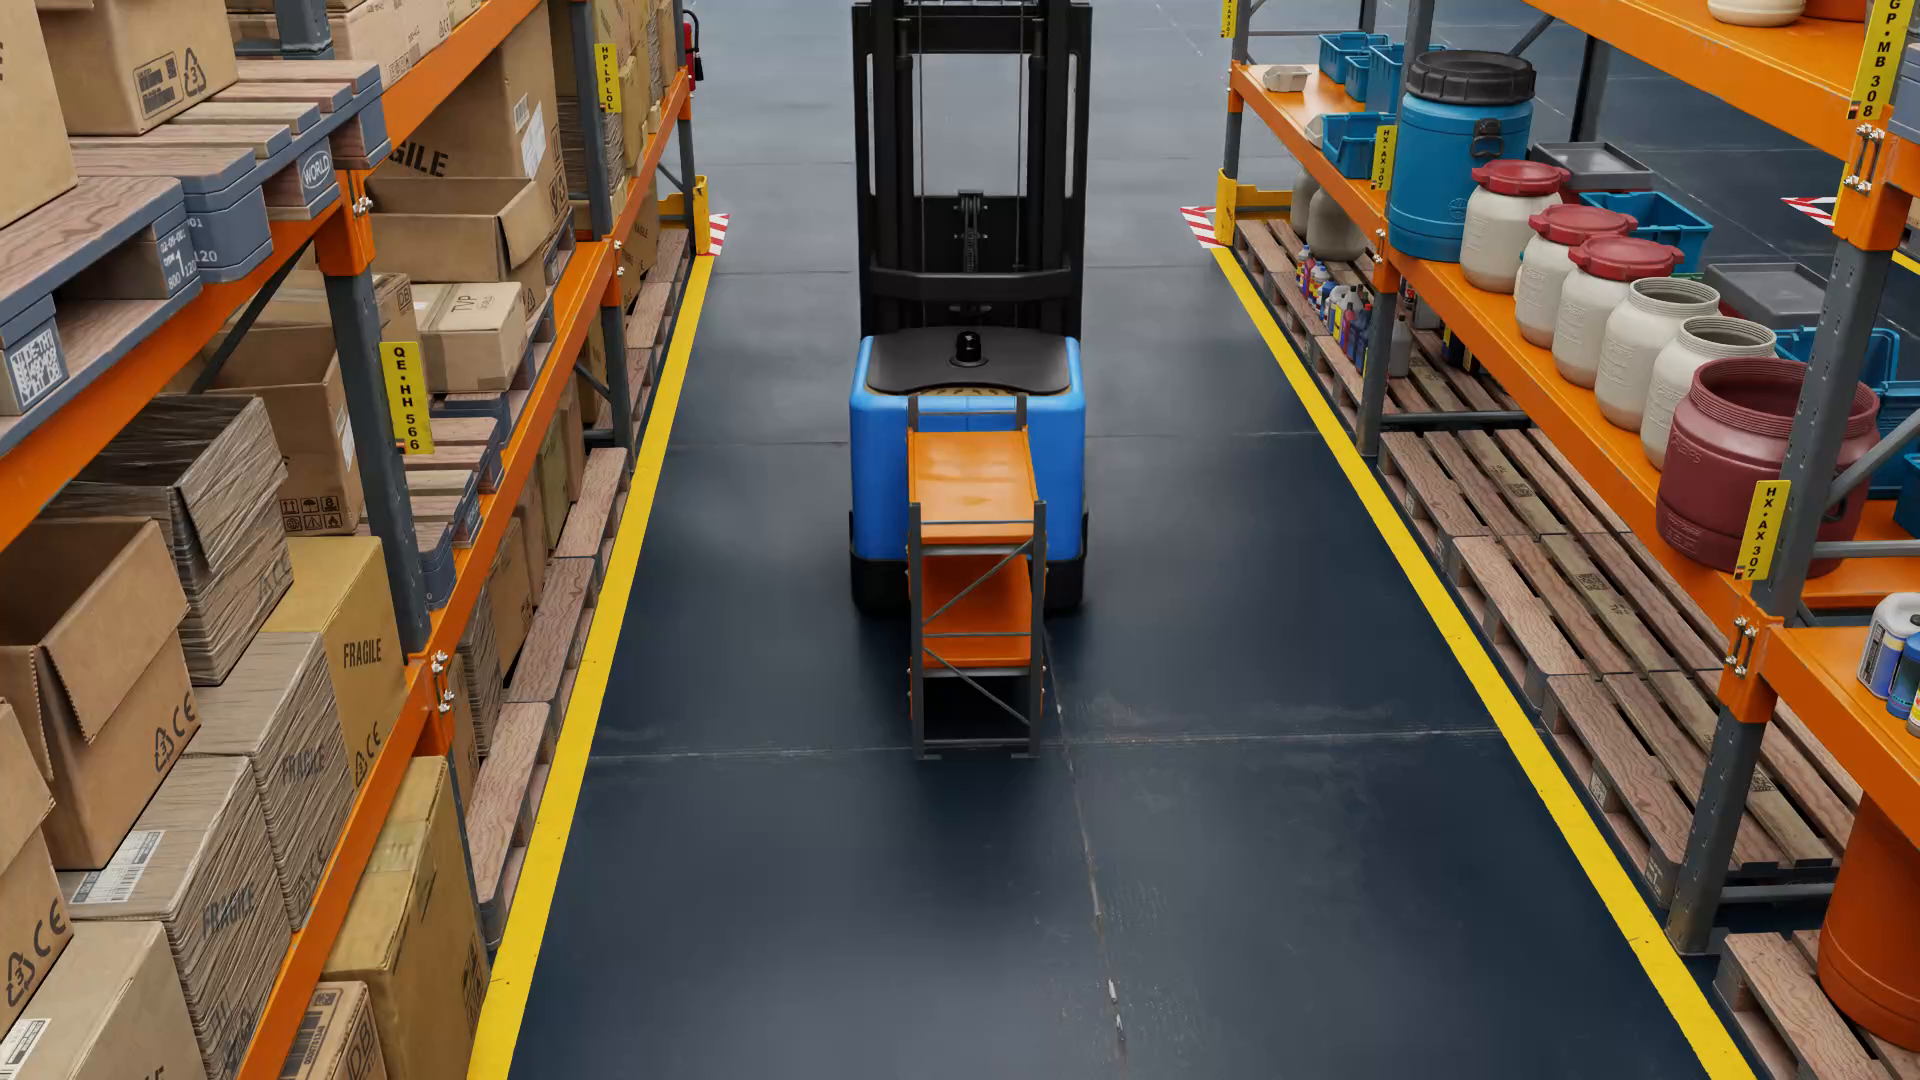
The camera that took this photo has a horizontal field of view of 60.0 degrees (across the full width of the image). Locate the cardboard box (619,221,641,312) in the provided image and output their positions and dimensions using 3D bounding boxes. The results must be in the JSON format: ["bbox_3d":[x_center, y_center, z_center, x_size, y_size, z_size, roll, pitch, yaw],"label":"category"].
[{"bbox_3d":[-2.366,-1.770,10.649,0.500,0.500,0.500,1,28,2],"label":"cardboard box"}]

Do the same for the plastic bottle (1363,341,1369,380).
[{"bbox_3d":[2.339,-1.023,9.429,0.061,0.283,0.133,0,28,0],"label":"plastic bottle"}]

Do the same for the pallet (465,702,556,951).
[{"bbox_3d":[-2.083,1.024,6.058,1.003,0.211,1.213,-1,28,-3],"label":"pallet"}]

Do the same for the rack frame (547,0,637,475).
[{"bbox_3d":[-2.252,-1.698,8.263,1.000,3.000,0.127,-1,28,-3],"label":"rack frame"}]

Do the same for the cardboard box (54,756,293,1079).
[{"bbox_3d":[-1.720,0.796,3.371,0.500,0.500,0.500,-2,28,-4],"label":"cardboard box"}]

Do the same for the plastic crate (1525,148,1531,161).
[{"bbox_3d":[2.794,-2.035,8.976,0.767,0.338,0.504,-1,28,-3],"label":"plastic crate"}]

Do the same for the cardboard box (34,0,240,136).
[{"bbox_3d":[-1.940,-1.133,3.370,0.797,0.503,0.637,0,28,0],"label":"cardboard box"}]

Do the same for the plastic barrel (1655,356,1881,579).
[{"bbox_3d":[2.576,-0.238,5.316,0.600,0.536,0.708,-1,28,-3],"label":"plastic barrel"}]

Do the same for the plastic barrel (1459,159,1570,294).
[{"bbox_3d":[2.525,-1.431,7.604,0.433,0.535,0.433,0,28,0],"label":"plastic barrel"}]

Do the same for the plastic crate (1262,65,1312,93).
[{"bbox_3d":[2.211,-3.127,11.288,0.298,0.136,0.250,-1,28,-3],"label":"plastic crate"}]

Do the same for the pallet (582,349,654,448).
[{"bbox_3d":[-2.323,-0.771,9.501,1.003,0.211,1.213,-1,28,-3],"label":"pallet"}]

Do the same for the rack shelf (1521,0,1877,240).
[{"bbox_3d":[2.798,-1.905,6.194,1.077,0.370,4.000,-1,28,-3],"label":"rack shelf"}]

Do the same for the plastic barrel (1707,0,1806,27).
[{"bbox_3d":[2.603,-1.821,5.404,0.301,0.262,0.301,0,28,0],"label":"plastic barrel"}]

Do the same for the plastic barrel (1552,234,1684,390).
[{"bbox_3d":[2.586,-0.893,6.571,0.433,0.535,0.433,0,28,0],"label":"plastic barrel"}]

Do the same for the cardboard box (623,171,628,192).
[{"bbox_3d":[-2.004,-1.924,8.967,0.380,0.149,0.250,-1,28,-3],"label":"cardboard box"}]

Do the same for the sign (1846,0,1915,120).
[{"bbox_3d":[2.354,-1.238,4.249,0.100,0.325,0.005,-1,28,-3],"label":"sign"}]

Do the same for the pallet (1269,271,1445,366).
[{"bbox_3d":[2.634,-1.458,10.816,1.003,0.211,1.213,-1,28,-3],"label":"pallet"}]

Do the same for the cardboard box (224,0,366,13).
[{"bbox_3d":[-1.811,-1.670,4.317,0.500,0.500,0.500,-1,28,-2],"label":"cardboard box"}]

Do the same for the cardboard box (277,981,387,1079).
[{"bbox_3d":[-1.989,1.636,3.714,1.225,0.875,0.875,-1,28,-2],"label":"cardboard box"}]

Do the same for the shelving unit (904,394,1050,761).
[{"bbox_3d":[0.048,0.129,6.787,0.538,1.125,1.048,-1,28,-2],"label":"shelving unit"}]

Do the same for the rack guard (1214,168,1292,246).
[{"bbox_3d":[2.536,-2.523,12.547,1.175,0.500,0.348,-1,28,-3],"label":"rack guard"}]

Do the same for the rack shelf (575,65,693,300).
[{"bbox_3d":[-2.357,-2.303,10.200,1.077,0.370,4.000,-1,28,-3],"label":"rack shelf"}]

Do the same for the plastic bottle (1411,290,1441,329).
[{"bbox_3d":[2.888,-1.457,10.269,0.152,0.276,0.135,-1,28,-3],"label":"plastic bottle"}]

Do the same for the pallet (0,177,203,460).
[{"bbox_3d":[-1.895,-0.285,2.513,1.003,0.211,1.213,0,28,0],"label":"pallet"}]

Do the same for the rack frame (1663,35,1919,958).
[{"bbox_3d":[2.903,0.029,4.950,1.000,3.000,0.127,-1,28,-3],"label":"rack frame"}]

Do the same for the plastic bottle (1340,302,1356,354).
[{"bbox_3d":[2.312,-1.262,9.888,0.061,0.283,0.133,0,28,1],"label":"plastic bottle"}]

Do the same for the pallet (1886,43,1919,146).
[{"bbox_3d":[2.845,-0.861,3.619,1.003,0.211,1.213,-1,28,-3],"label":"pallet"}]

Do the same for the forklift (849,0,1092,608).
[{"bbox_3d":[0.058,-1.631,8.207,1.130,2.935,3.031,0,28,1],"label":"forklift"}]

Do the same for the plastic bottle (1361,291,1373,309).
[{"bbox_3d":[2.447,-1.351,10.059,0.061,0.283,0.133,-1,28,-3],"label":"plastic bottle"}]

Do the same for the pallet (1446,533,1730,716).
[{"bbox_3d":[2.840,0.345,7.361,1.003,0.211,1.213,-1,28,-3],"label":"pallet"}]

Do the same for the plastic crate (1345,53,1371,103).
[{"bbox_3d":[2.838,-3.075,11.064,0.499,0.251,0.408,-1,28,-3],"label":"plastic crate"}]

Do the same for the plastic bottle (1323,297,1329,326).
[{"bbox_3d":[2.308,-1.430,10.298,0.097,0.201,0.097,0,28,0],"label":"plastic bottle"}]

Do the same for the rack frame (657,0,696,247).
[{"bbox_3d":[-2.461,-3.546,11.805,1.000,3.000,0.127,-1,28,-3],"label":"rack frame"}]

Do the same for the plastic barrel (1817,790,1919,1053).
[{"bbox_3d":[2.945,1.031,4.923,0.600,0.830,0.708,-1,28,-3],"label":"plastic barrel"}]

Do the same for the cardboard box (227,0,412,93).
[{"bbox_3d":[-1.814,-1.338,4.490,0.500,0.250,0.500,-1,28,-2],"label":"cardboard box"}]

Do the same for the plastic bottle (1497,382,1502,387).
[{"bbox_3d":[3.110,-0.977,9.430,0.097,0.201,0.097,0,28,0],"label":"plastic bottle"}]

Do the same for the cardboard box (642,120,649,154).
[{"bbox_3d":[-2.055,-2.386,9.853,0.380,0.149,0.250,-1,28,-3],"label":"cardboard box"}]

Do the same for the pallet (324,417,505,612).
[{"bbox_3d":[-2.187,-0.093,5.392,1.213,0.211,1.003,-1,28,-3],"label":"pallet"}]

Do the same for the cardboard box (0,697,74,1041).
[{"bbox_3d":[-1.948,0.608,2.647,0.797,0.503,0.637,-1,28,-1],"label":"cardboard box"}]

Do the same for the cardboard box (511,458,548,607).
[{"bbox_3d":[-2.206,-0.022,7.276,0.700,0.500,0.500,-4,28,-7],"label":"cardboard box"}]

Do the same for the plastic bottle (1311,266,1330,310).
[{"bbox_3d":[2.292,-1.601,10.551,0.097,0.271,0.097,0,28,0],"label":"plastic bottle"}]

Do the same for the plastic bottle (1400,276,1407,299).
[{"bbox_3d":[2.898,-1.699,10.725,0.061,0.283,0.133,-1,28,-3],"label":"plastic bottle"}]

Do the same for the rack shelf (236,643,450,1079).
[{"bbox_3d":[-1.939,1.391,3.117,1.077,0.370,4.000,-1,28,-3],"label":"rack shelf"}]

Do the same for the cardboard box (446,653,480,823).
[{"bbox_3d":[-2.098,0.753,5.790,0.700,0.500,0.500,-3,28,-5],"label":"cardboard box"}]

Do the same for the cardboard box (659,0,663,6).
[{"bbox_3d":[-2.154,-3.686,10.564,0.500,0.500,0.500,-1,28,-3],"label":"cardboard box"}]

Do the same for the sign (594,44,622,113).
[{"bbox_3d":[-1.698,-2.227,8.024,0.100,0.325,0.005,-1,28,-3],"label":"sign"}]

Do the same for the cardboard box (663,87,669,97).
[{"bbox_3d":[-2.163,-3.078,11.180,0.380,0.149,0.250,-1,28,-3],"label":"cardboard box"}]

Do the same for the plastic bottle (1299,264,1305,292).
[{"bbox_3d":[2.274,-1.727,10.868,0.097,0.201,0.097,0,28,0],"label":"plastic bottle"}]

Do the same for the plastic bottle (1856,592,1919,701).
[{"bbox_3d":[2.603,0.292,4.581,0.152,0.276,0.135,-1,28,-3],"label":"plastic bottle"}]

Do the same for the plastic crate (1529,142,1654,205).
[{"bbox_3d":[3.025,-1.630,8.063,0.402,0.464,0.583,-1,28,-3],"label":"plastic crate"}]

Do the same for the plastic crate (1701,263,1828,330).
[{"bbox_3d":[3.124,-0.753,6.381,0.402,0.464,0.583,-1,28,-3],"label":"plastic crate"}]

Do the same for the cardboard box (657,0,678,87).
[{"bbox_3d":[-2.314,-3.239,10.787,0.875,0.500,0.500,-1,28,-3],"label":"cardboard box"}]

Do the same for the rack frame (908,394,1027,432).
[{"bbox_3d":[0.031,-0.106,7.237,0.500,1.125,0.032,-1,28,-2],"label":"rack frame"}]

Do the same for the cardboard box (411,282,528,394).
[{"bbox_3d":[-1.901,-0.750,6.153,0.500,0.250,0.500,-2,28,-4],"label":"cardboard box"}]

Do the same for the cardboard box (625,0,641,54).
[{"bbox_3d":[-2.075,-2.994,9.235,0.500,0.500,0.500,-1,28,-3],"label":"cardboard box"}]

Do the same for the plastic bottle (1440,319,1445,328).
[{"bbox_3d":[3.034,-1.505,10.281,0.144,0.351,0.185,-2,28,-3],"label":"plastic bottle"}]
